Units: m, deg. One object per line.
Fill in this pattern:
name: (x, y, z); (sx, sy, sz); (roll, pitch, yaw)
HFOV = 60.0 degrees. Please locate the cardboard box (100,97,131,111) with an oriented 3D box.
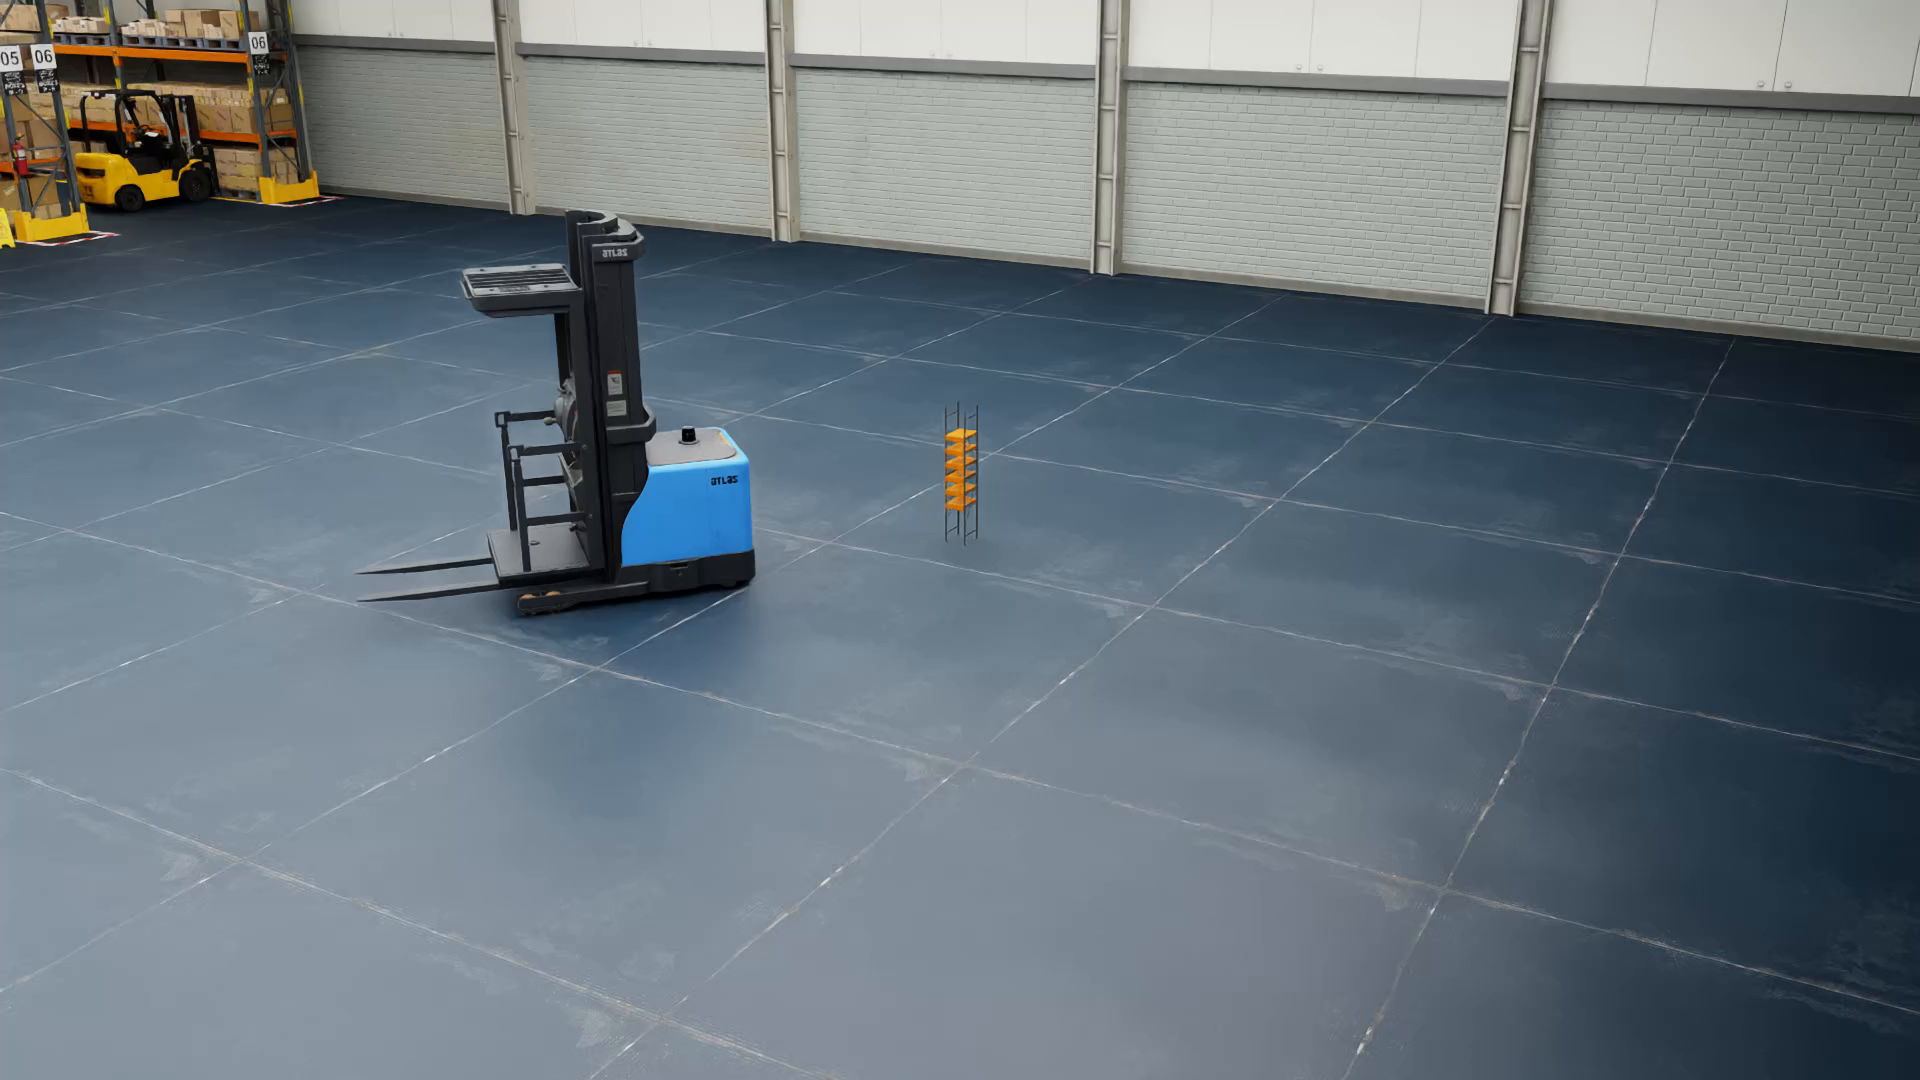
cardboard box: (-17.331, -9.001, 34.267); (0.500, 0.250, 0.500); (10, 22, 26)

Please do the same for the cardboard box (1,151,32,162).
cardboard box: (-16.133, -6.568, 28.441); (0.250, 0.149, 0.380); (12, 23, 29)

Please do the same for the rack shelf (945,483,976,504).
rack shelf: (0.013, -0.407, 14.210); (0.180, 0.103, 0.258); (11, 23, 27)

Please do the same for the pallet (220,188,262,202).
pallet: (-13.973, -6.970, 33.270); (1.213, 0.211, 1.003); (11, 23, 27)

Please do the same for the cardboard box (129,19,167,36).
cardboard box: (-16.170, -10.233, 33.145); (0.500, 0.311, 0.500); (11, 23, 28)

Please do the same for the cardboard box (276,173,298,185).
cardboard box: (-13.619, -7.211, 33.261); (0.500, 0.250, 0.500); (11, 23, 28)

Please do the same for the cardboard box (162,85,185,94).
cardboard box: (-15.730, -9.017, 33.289); (0.250, 0.149, 0.380); (10, 22, 26)

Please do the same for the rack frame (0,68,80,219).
rack frame: (-15.703, -6.688, 28.402); (0.127, 3.000, 1.000); (11, 23, 27)

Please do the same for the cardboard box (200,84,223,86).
cardboard box: (-15.043, -9.086, 33.480); (0.250, 0.149, 0.380); (12, 23, 29)

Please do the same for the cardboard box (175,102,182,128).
cardboard box: (-15.612, -8.561, 33.420); (0.500, 0.500, 0.500); (11, 22, 27)

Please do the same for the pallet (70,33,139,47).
pallet: (-17.554, -10.294, 34.226); (1.217, 0.209, 0.805); (10, 22, 25)

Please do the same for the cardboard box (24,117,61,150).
cardboard box: (-15.981, -7.036, 28.779); (0.500, 0.500, 0.500); (10, 22, 26)

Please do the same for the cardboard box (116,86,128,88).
cardboard box: (-17.406, -9.407, 34.802); (0.250, 0.149, 0.380); (11, 23, 27)

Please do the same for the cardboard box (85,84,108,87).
cardboard box: (-18.288, -9.573, 35.258); (0.250, 0.149, 0.380); (11, 23, 28)

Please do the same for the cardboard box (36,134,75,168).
cardboard box: (-19.731, -8.470, 36.182); (0.625, 0.625, 0.875); (12, 23, 29)

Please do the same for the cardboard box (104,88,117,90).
cardboard box: (-17.418, -9.211, 34.262); (0.250, 0.149, 0.380); (10, 22, 27)

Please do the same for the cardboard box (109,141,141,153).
cardboard box: (-17.238, -7.996, 34.875); (0.625, 0.625, 0.875); (12, 23, 30)

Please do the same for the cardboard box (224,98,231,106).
cardboard box: (-14.159, -8.587, 32.541); (0.250, 0.149, 0.380); (11, 23, 28)

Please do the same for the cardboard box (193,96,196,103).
cardboard box: (-15.030, -8.766, 33.036); (0.250, 0.149, 0.380); (11, 22, 27)

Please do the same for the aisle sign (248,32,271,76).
aisle sign: (-13.371, -9.290, 31.763); (0.004, 0.787, 0.394); (11, 23, 27)

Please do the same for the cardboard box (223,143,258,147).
cardboard box: (-14.482, -7.845, 33.544); (0.500, 0.250, 0.500); (11, 22, 27)

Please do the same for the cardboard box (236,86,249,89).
cardboard box: (-14.132, -8.916, 33.012); (0.250, 0.149, 0.380); (11, 23, 28)

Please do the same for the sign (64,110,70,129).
sign: (-15.438, -7.256, 28.700); (0.005, 0.325, 0.100); (11, 23, 27)

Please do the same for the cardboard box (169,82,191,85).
cardboard box: (-15.915, -9.266, 33.975); (0.250, 0.149, 0.380); (11, 22, 27)

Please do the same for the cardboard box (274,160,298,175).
cardboard box: (-13.594, -7.446, 33.176); (0.500, 0.250, 0.500); (11, 23, 28)

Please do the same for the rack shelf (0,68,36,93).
rack shelf: (-17.449, -8.092, 28.931); (4.000, 0.370, 1.077); (11, 23, 27)

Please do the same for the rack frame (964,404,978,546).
rack frame: (0.093, -0.546, 14.112); (0.006, 1.200, 0.240); (11, 23, 27)

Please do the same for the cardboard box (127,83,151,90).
cardboard box: (-16.644, -9.182, 33.744); (0.250, 0.149, 0.380); (11, 23, 28)

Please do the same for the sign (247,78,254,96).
sign: (-13.562, -8.662, 31.801); (0.005, 0.325, 0.100); (11, 23, 27)

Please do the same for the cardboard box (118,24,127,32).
cardboard box: (-17.422, -10.567, 34.305); (0.250, 0.149, 0.380); (11, 23, 27)

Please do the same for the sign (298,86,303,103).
sign: (-13.009, -8.774, 32.769); (0.005, 0.325, 0.100); (11, 23, 27)

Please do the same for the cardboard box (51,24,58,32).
cardboard box: (-18.559, -10.588, 34.363); (0.250, 0.149, 0.380); (10, 22, 27)

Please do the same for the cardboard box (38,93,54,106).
cardboard box: (-19.116, -9.338, 35.197); (0.500, 0.250, 0.500); (10, 22, 26)

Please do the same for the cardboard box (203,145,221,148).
cardboard box: (-15.172, -7.775, 33.351); (0.500, 0.250, 0.500); (10, 22, 26)

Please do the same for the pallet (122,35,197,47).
pallet: (-16.020, -10.065, 33.445); (1.213, 0.211, 1.003); (11, 23, 27)

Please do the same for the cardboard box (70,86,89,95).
cardboard box: (-18.314, -9.377, 34.720); (0.250, 0.149, 0.380); (11, 23, 28)

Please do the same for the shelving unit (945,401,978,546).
shelving unit: (0.013, -0.562, 14.154); (0.189, 1.200, 0.258); (11, 23, 27)

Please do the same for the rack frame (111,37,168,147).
rack frame: (-16.777, -8.831, 34.312); (0.127, 3.000, 1.000); (11, 23, 27)

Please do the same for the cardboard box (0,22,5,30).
cardboard box: (-20.113, -10.893, 35.176); (0.250, 0.166, 0.380); (11, 23, 27)

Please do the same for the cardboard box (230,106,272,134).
cardboard box: (-13.843, -8.217, 32.471); (0.500, 0.500, 0.500); (10, 22, 26)

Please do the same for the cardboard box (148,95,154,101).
cardboard box: (-16.159, -8.974, 33.608); (0.250, 0.149, 0.380); (11, 23, 27)

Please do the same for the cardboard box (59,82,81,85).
cardboard box: (-19.159, -9.763, 35.782); (0.250, 0.149, 0.380); (10, 22, 26)

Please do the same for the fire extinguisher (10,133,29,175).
fire extinguisher: (-15.827, -6.495, 27.985); (0.183, 0.674, 0.296); (11, 23, 27)

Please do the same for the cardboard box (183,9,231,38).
cardboard box: (-14.636, -10.069, 32.415); (0.500, 0.500, 0.700); (11, 23, 28)

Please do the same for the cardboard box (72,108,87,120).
cardboard box: (-18.205, -8.940, 34.832); (0.500, 0.250, 0.500); (11, 23, 28)

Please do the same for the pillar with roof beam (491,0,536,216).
pillar with roof beam: (-10.315, -9.091, 26.230); (0.400, 9.000, 9.100); (11, 23, 27)

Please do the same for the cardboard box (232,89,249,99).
cardboard box: (-13.931, -8.686, 32.378); (0.250, 0.149, 0.380); (11, 23, 27)

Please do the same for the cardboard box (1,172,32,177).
cardboard box: (-16.752, -6.251, 29.515); (0.500, 0.500, 0.500); (10, 22, 25)

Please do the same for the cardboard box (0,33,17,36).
cardboard box: (-16.141, -8.511, 28.231); (0.250, 0.149, 0.380); (11, 23, 27)

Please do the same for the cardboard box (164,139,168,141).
cardboard box: (-16.253, -8.182, 34.472); (0.500, 0.250, 0.500); (11, 23, 28)

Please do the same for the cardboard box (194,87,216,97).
cardboard box: (-14.864, -8.837, 32.794); (0.250, 0.149, 0.380); (11, 23, 28)

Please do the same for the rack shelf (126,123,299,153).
rack shelf: (-15.031, -8.160, 33.517); (4.000, 0.370, 1.077); (11, 23, 27)

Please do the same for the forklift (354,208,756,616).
forklift: (-3.215, -0.995, 12.809); (3.031, 2.935, 1.130); (-7, 21, -19)

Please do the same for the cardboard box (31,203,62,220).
cardboard box: (-16.272, -5.809, 29.397); (0.500, 0.250, 0.500); (11, 22, 27)

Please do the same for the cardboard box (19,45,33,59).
cardboard box: (-16.012, -8.330, 28.315); (0.500, 0.250, 0.500); (10, 22, 26)
